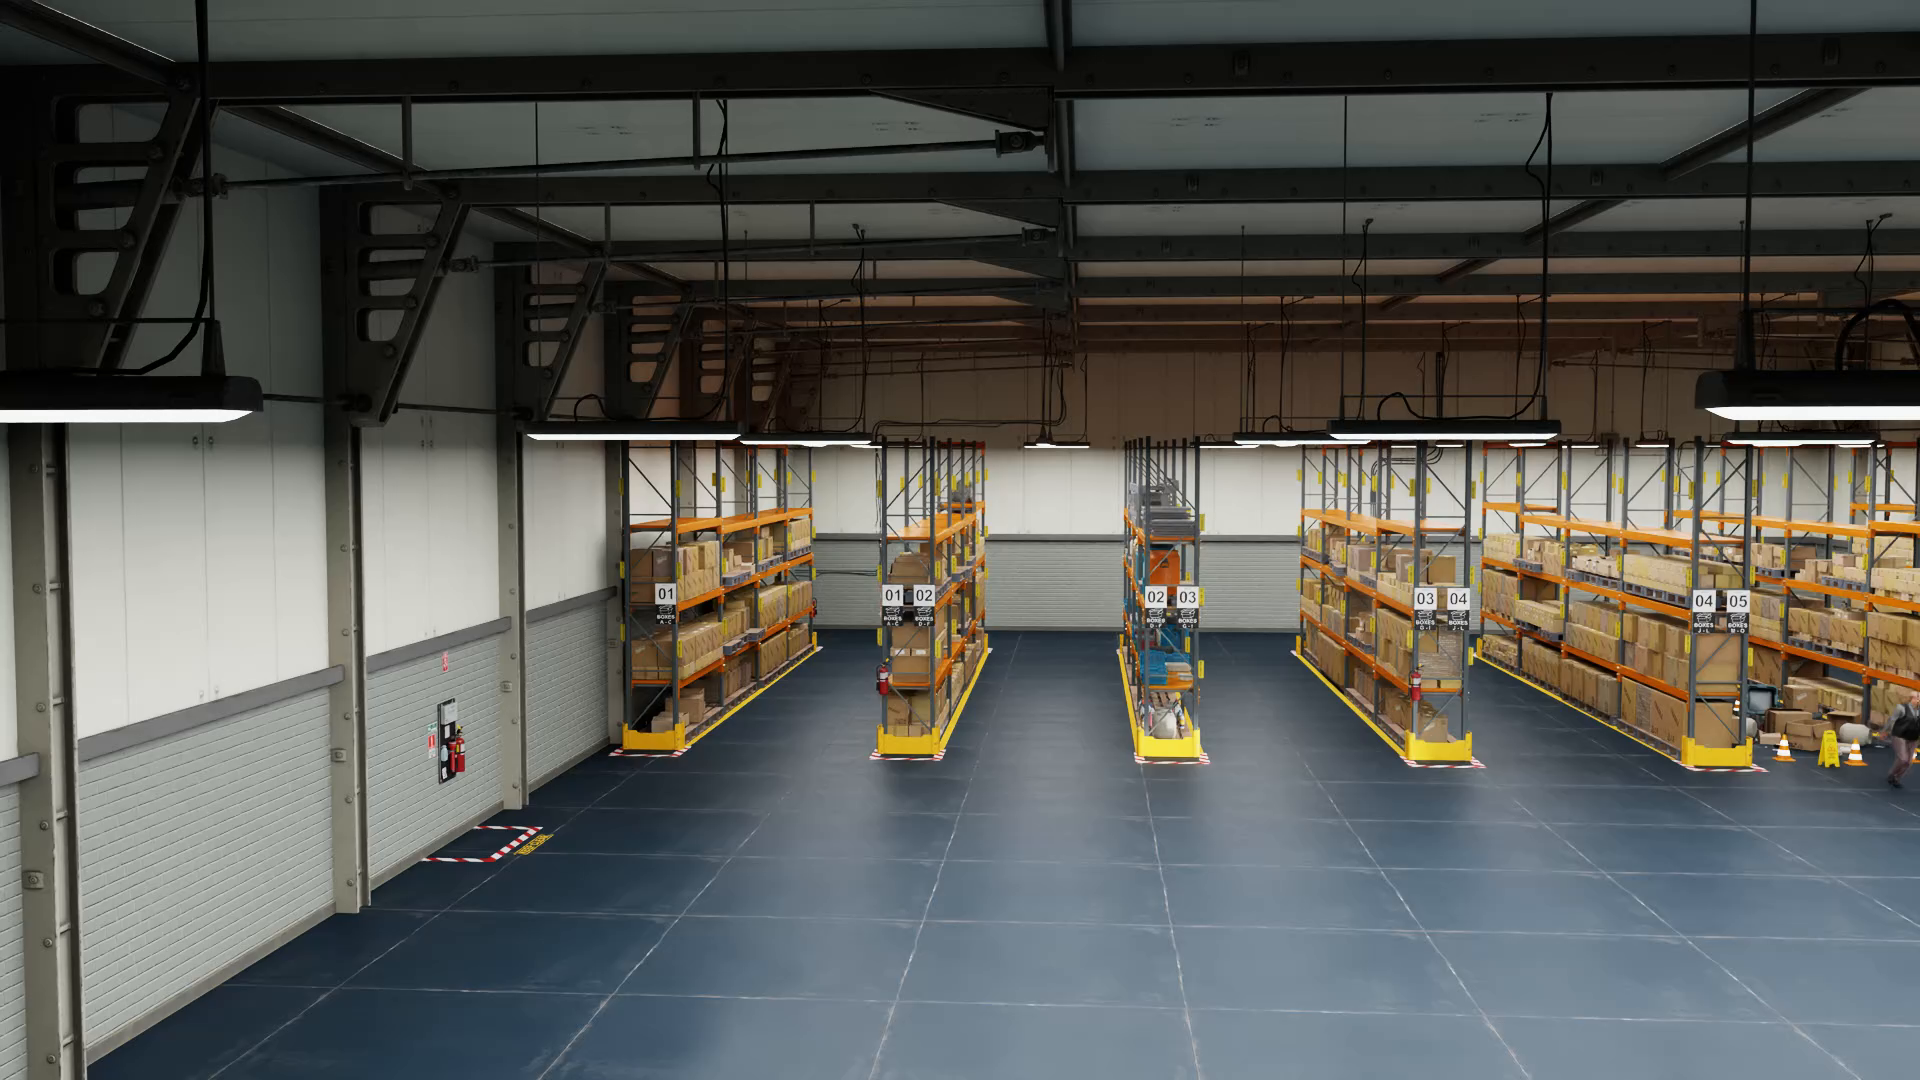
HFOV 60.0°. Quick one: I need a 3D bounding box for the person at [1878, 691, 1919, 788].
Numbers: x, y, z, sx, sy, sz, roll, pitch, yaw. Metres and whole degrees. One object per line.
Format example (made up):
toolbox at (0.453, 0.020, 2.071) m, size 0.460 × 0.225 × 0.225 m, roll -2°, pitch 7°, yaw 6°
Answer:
person at (16.057, 3.381, 28.179) m, size 0.655 × 1.684 × 0.653 m, roll -1°, pitch 3°, yaw -12°
